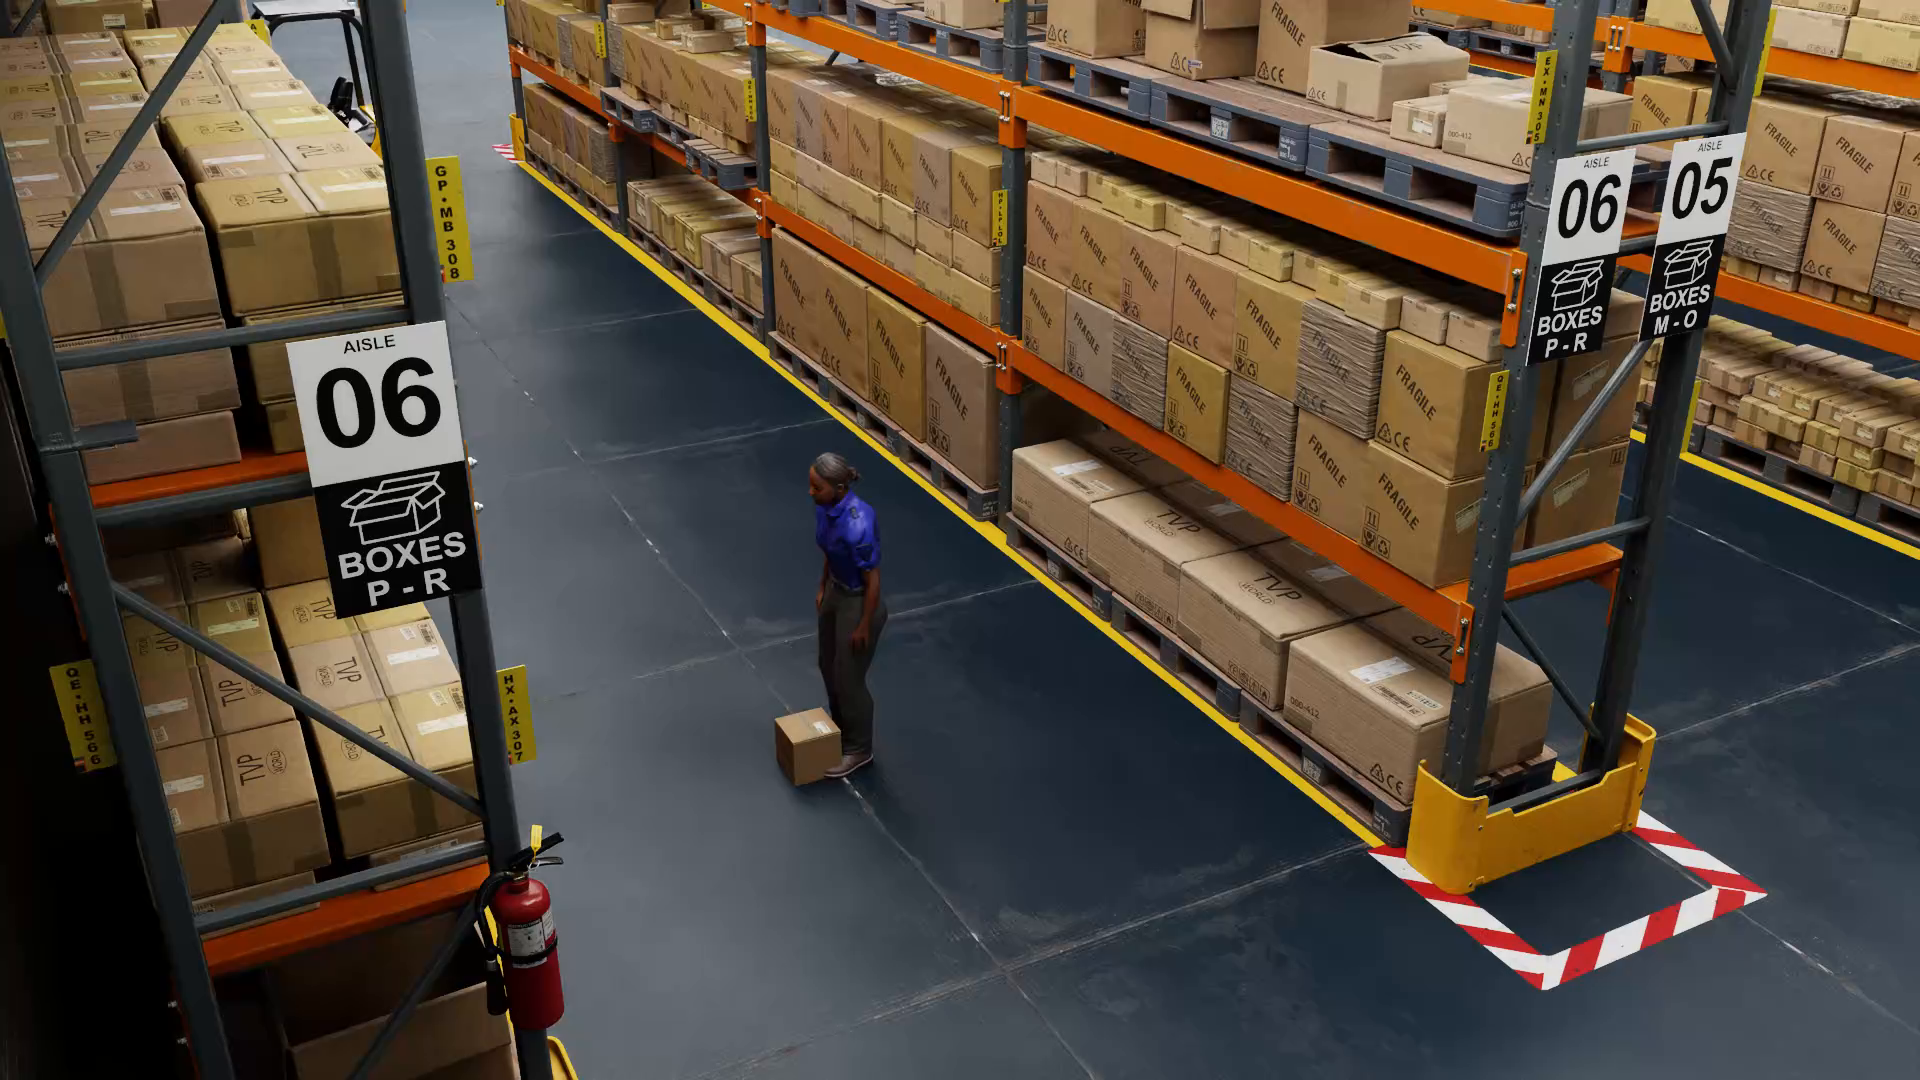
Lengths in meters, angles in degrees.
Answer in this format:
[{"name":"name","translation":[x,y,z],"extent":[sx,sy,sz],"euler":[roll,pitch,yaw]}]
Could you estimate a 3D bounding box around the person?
[{"name":"person","translation":[-0.563,0.330,7.929],"extent":[0.392,1.654,0.513],"euler":[-13,29,-26]}]
